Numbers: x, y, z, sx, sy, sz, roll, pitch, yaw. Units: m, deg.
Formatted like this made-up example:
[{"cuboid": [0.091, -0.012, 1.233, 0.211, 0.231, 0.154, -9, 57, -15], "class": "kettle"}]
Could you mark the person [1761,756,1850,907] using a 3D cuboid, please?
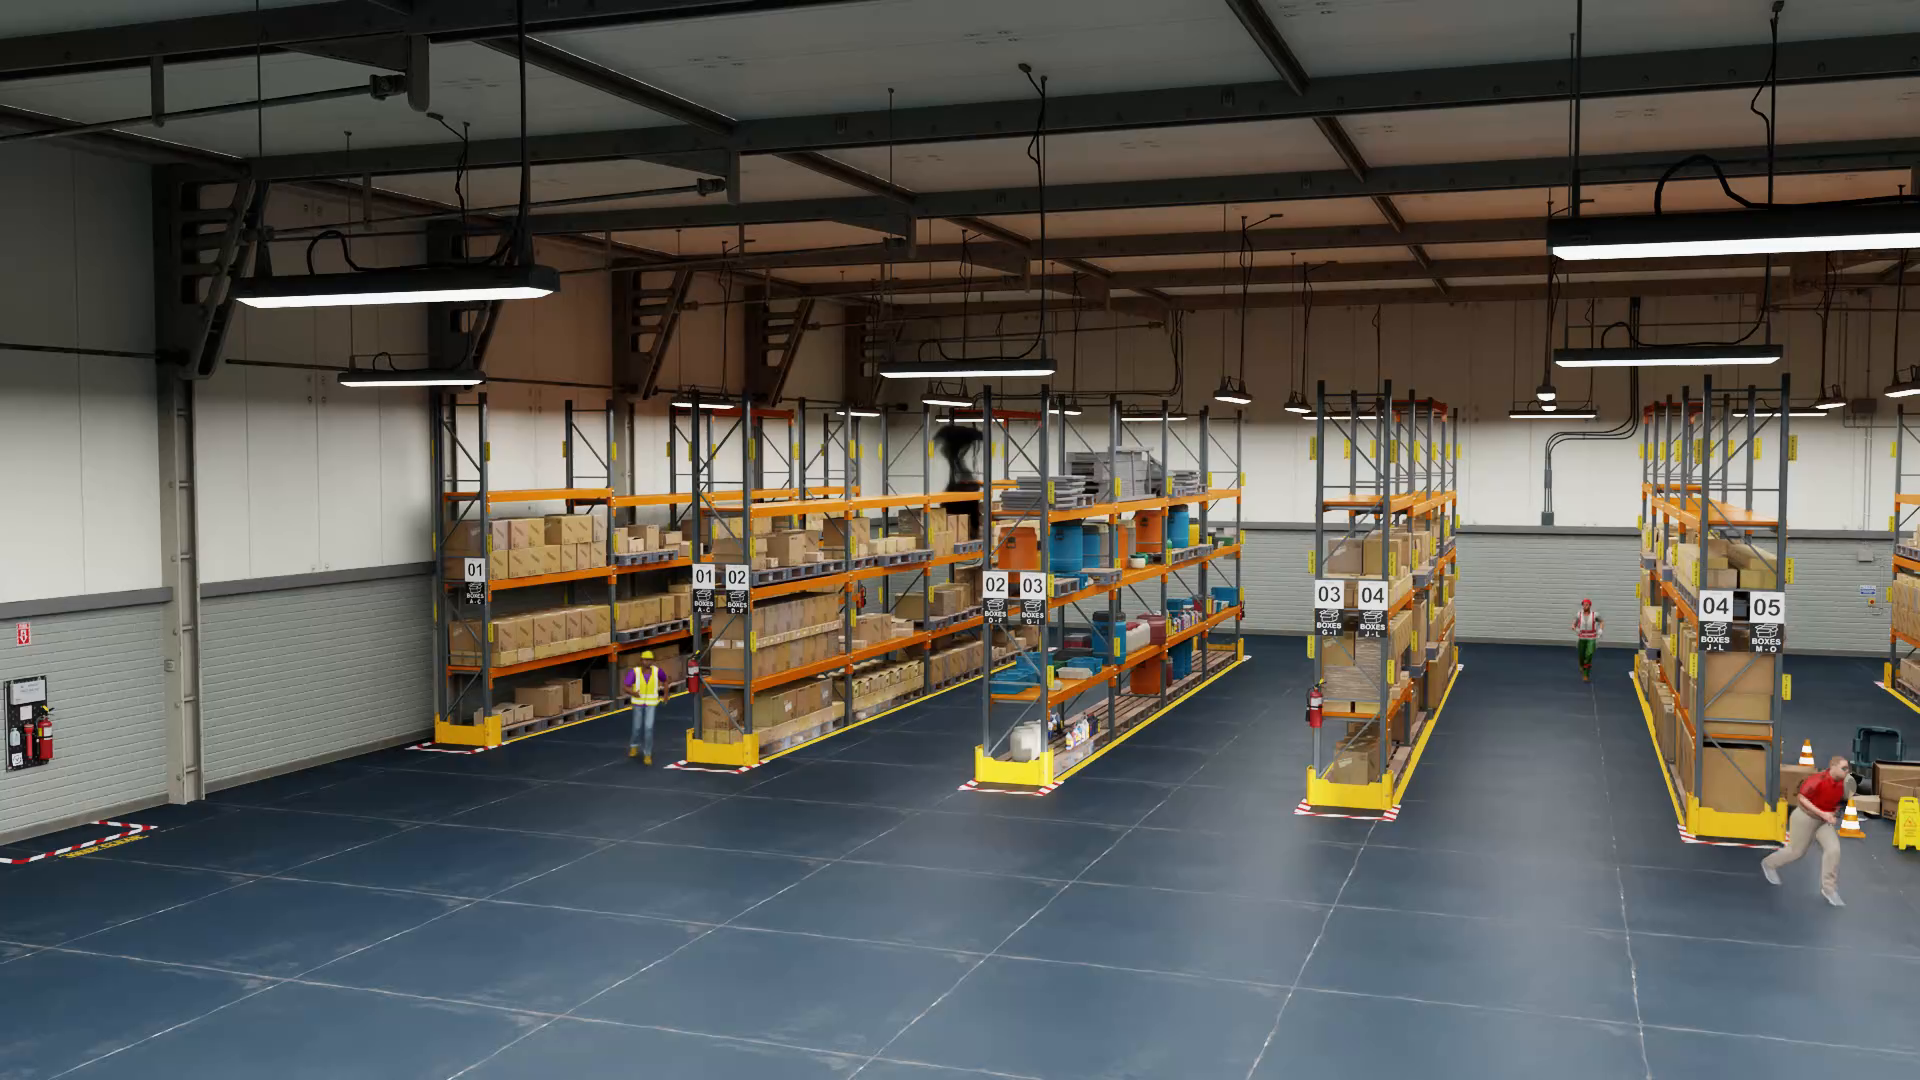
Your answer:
[{"cuboid": [9.527, 3.208, 18.730, 0.703, 1.694, 1.019, -2, 4, -31], "class": "person"}]

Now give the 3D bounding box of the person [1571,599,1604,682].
[{"cuboid": [13.739, 2.176, 36.420, 0.668, 1.786, 0.968, 2, 3, 28], "class": "person"}]

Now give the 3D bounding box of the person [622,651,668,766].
[{"cuboid": [-5.070, 2.684, 26.845, 0.741, 1.809, 0.846, -1, 3, -14], "class": "person"}]
